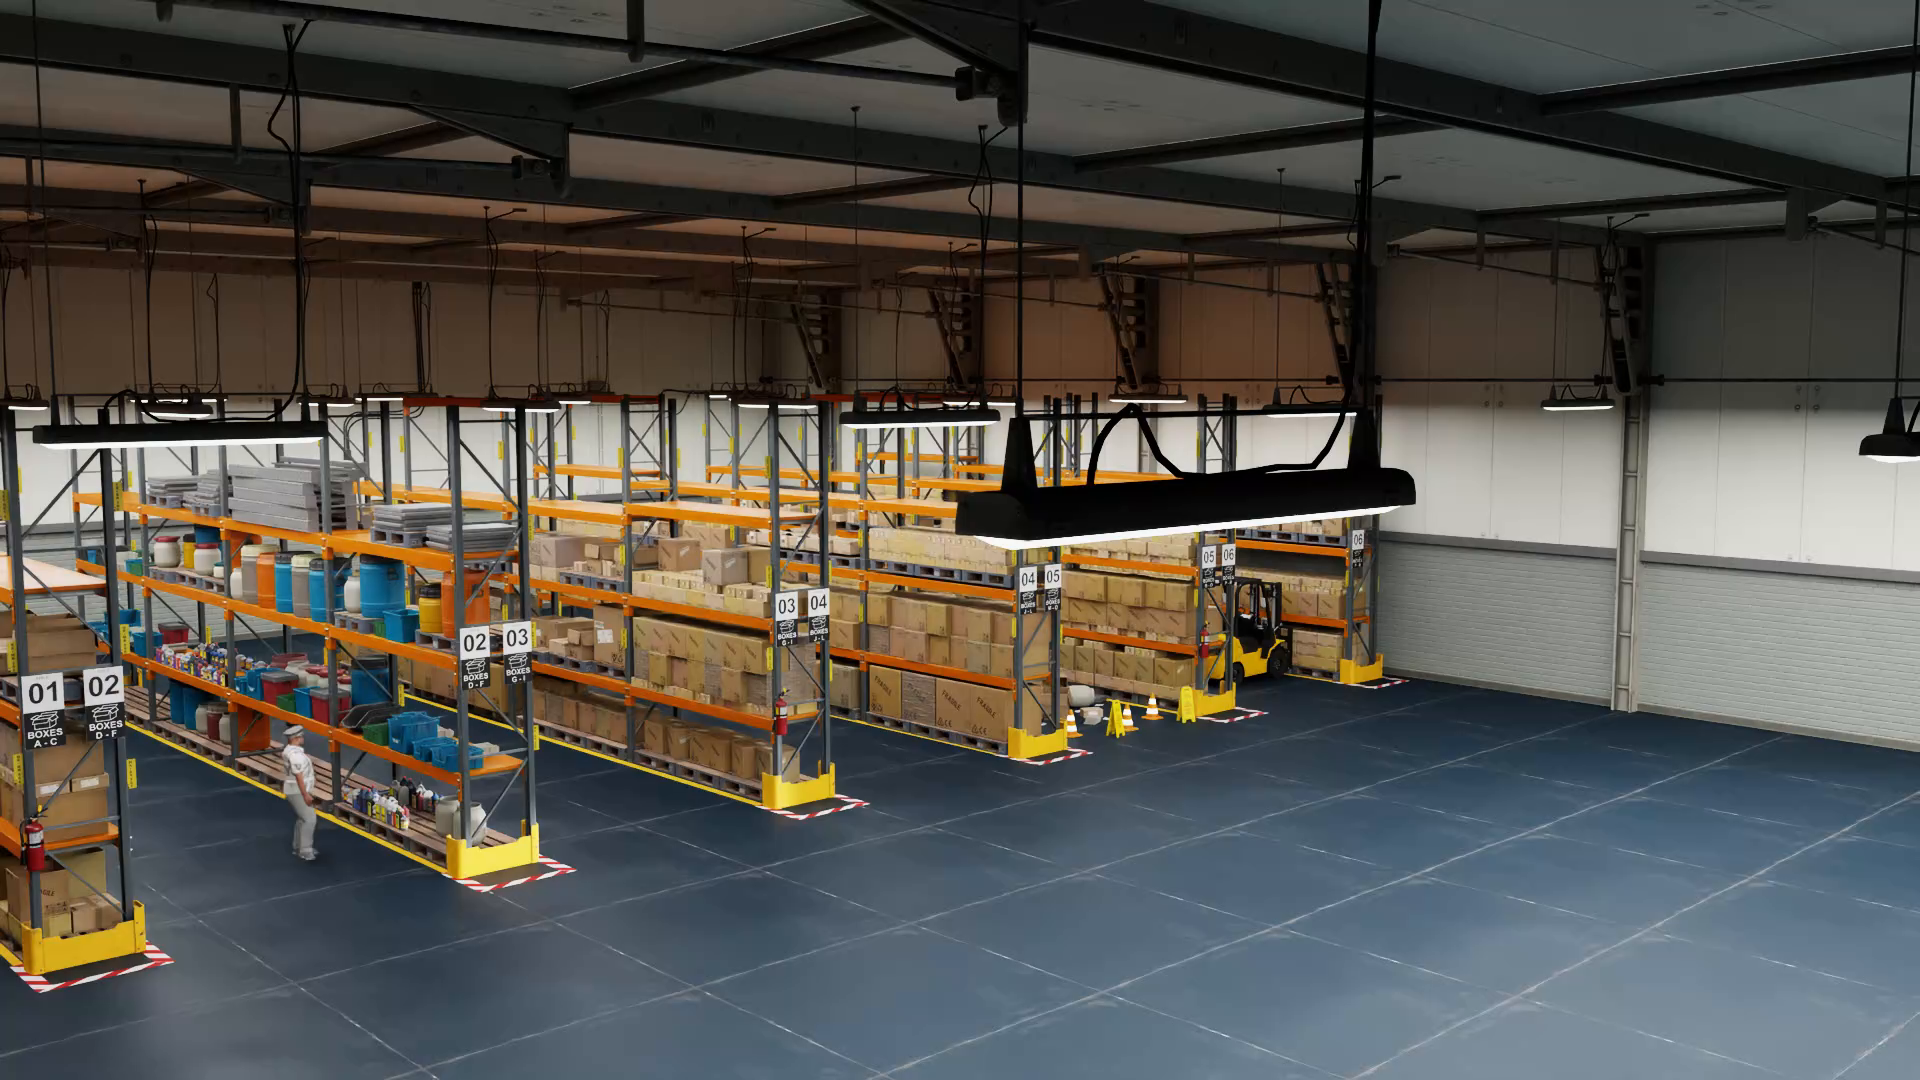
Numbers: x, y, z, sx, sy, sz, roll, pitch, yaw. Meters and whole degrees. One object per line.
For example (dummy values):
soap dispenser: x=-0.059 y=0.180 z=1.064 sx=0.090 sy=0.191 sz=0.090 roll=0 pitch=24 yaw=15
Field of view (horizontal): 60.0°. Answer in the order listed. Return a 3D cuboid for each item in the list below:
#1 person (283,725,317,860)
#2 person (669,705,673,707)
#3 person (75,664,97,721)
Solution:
person: x=-8.733 y=3.370 z=22.068 sx=0.473 sy=1.839 sz=0.549 roll=-2 pitch=6 yaw=-15
person: x=-5.697 y=2.399 z=32.352 sx=0.907 sy=1.603 sz=0.536 roll=5 pitch=7 yaw=41
person: x=-15.464 y=2.620 z=29.415 sx=0.469 sy=1.770 sz=0.573 roll=2 pitch=6 yaw=16
